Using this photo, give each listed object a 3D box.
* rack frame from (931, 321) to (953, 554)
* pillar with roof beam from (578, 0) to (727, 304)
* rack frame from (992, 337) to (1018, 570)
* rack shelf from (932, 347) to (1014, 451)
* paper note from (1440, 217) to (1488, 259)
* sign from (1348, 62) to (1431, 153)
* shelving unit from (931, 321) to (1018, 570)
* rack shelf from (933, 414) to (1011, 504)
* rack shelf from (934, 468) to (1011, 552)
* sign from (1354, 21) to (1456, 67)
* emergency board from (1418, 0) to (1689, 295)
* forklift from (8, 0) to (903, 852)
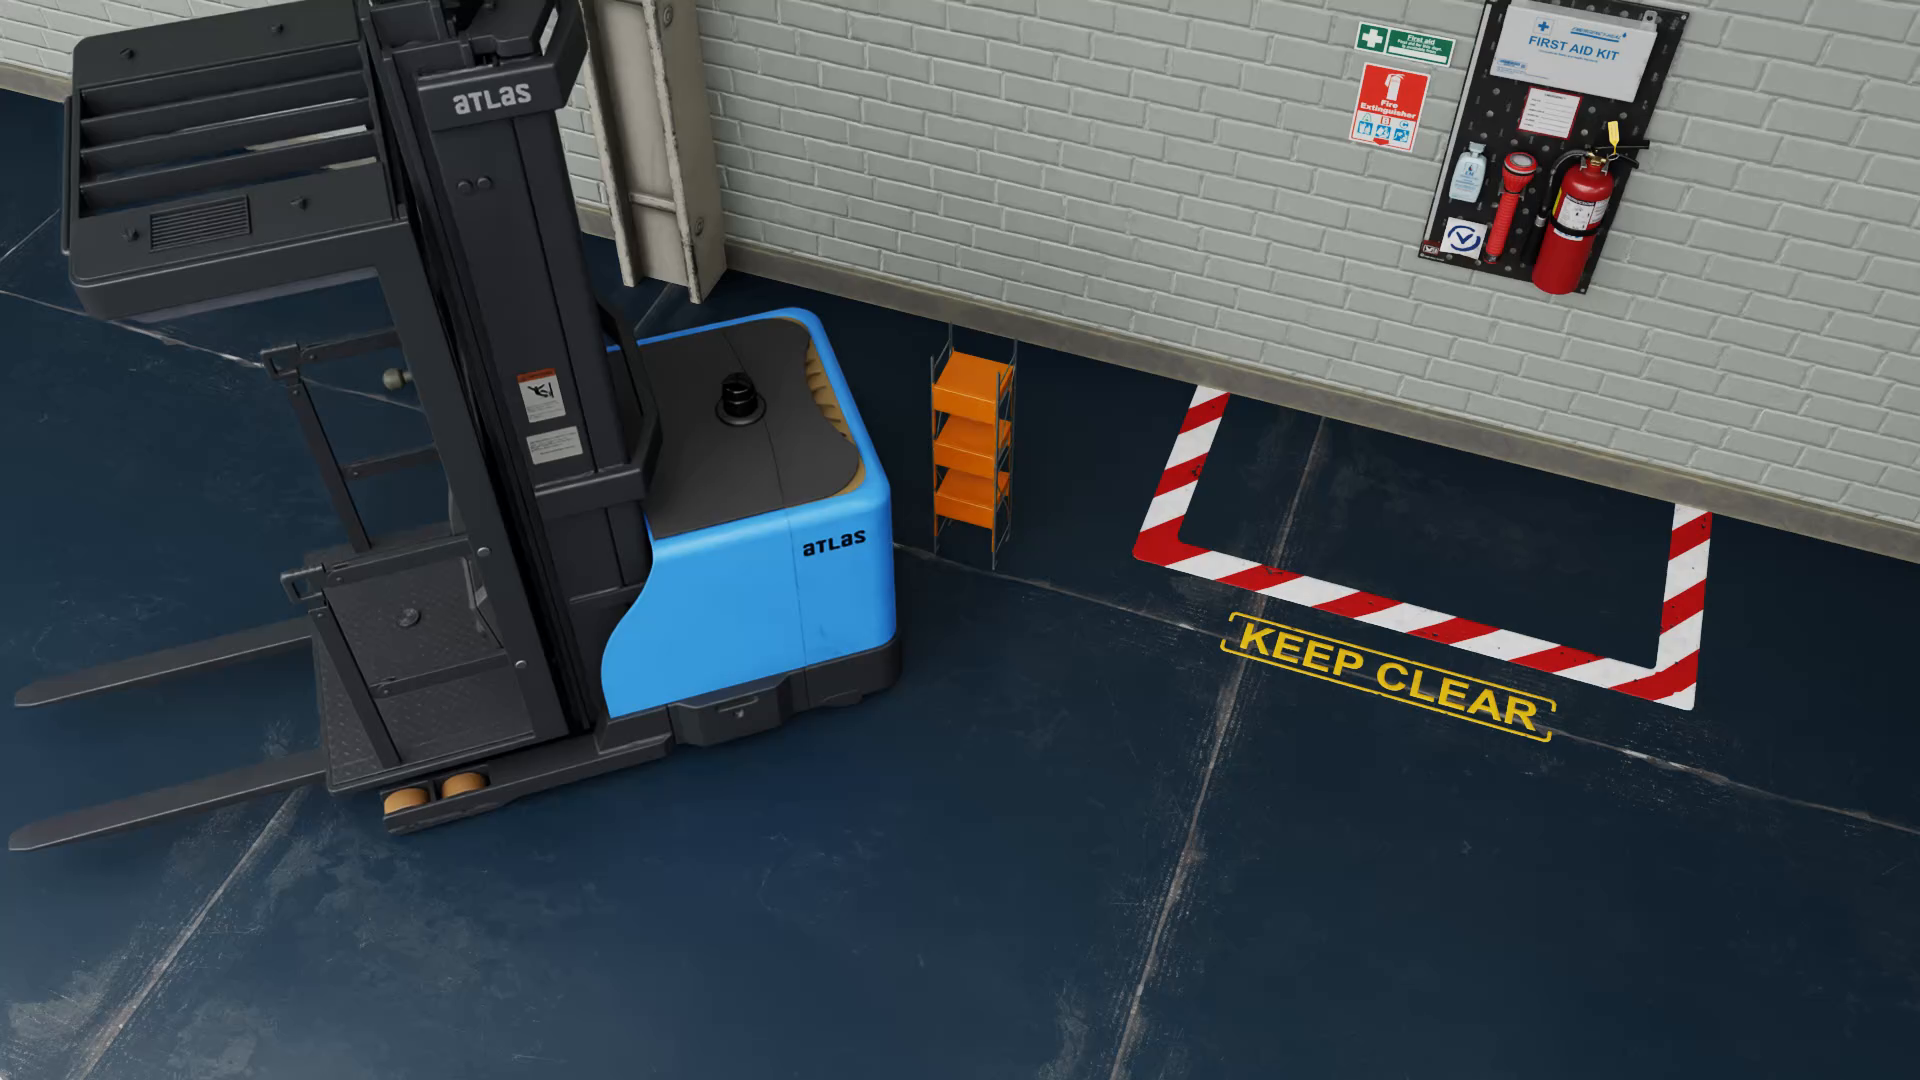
[{"bbox_3d":[-0.064,-0.362,6.235,0.008,1.050,0.200,16,51,13],"label":"rack frame"},{"bbox_3d":[-2.800,-1.126,1.637,0.400,9.000,9.100,16,51,13],"label":"pillar with roof beam"},{"bbox_3d":[0.165,-0.298,6.180,0.008,1.050,0.200,16,51,13],"label":"rack frame"},{"bbox_3d":[0.050,-0.509,6.001,0.240,0.259,0.215,16,51,13],"label":"rack shelf"},{"bbox_3d":[1.873,-1.122,6.187,0.142,0.148,0.016,16,51,13],"label":"paper note"},{"bbox_3d":[1.533,-1.545,5.947,0.234,0.329,0.001,16,51,13],"label":"sign"},{"bbox_3d":[0.050,-0.330,6.208,0.252,1.050,0.215,16,51,13],"label":"shelving unit"},{"bbox_3d":[0.050,-0.323,6.216,0.240,0.259,0.215,16,51,13],"label":"rack shelf"},{"bbox_3d":[0.050,-0.141,6.426,0.240,0.259,0.215,16,51,13],"label":"rack shelf"},{"bbox_3d":[1.534,-1.711,5.740,0.331,0.109,0.001,16,51,13],"label":"sign"},{"bbox_3d":[2.016,-1.315,5.772,0.643,1.169,0.194,16,51,13],"label":"emergency board"},{"bbox_3d":[-1.786,-0.403,5.026,3.031,2.935,1.130,-14,51,-12],"label":"forklift"}]
